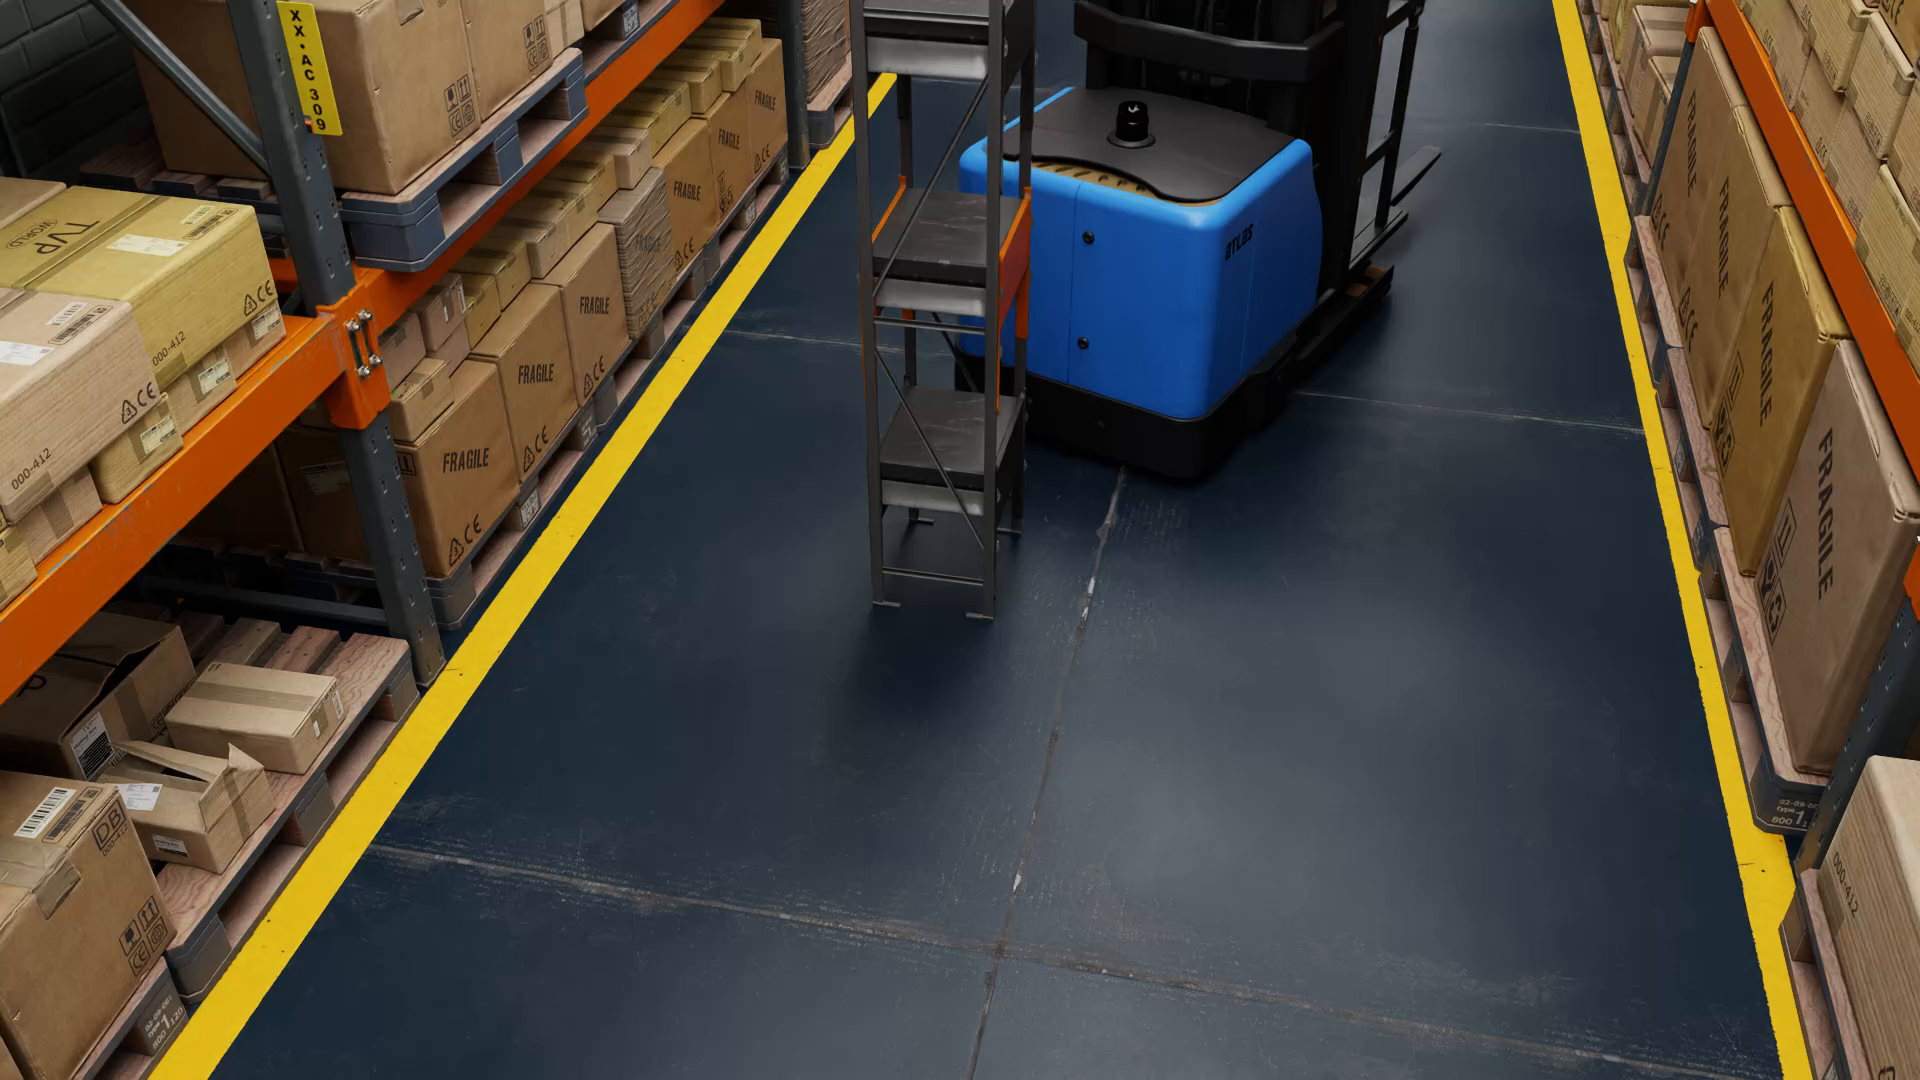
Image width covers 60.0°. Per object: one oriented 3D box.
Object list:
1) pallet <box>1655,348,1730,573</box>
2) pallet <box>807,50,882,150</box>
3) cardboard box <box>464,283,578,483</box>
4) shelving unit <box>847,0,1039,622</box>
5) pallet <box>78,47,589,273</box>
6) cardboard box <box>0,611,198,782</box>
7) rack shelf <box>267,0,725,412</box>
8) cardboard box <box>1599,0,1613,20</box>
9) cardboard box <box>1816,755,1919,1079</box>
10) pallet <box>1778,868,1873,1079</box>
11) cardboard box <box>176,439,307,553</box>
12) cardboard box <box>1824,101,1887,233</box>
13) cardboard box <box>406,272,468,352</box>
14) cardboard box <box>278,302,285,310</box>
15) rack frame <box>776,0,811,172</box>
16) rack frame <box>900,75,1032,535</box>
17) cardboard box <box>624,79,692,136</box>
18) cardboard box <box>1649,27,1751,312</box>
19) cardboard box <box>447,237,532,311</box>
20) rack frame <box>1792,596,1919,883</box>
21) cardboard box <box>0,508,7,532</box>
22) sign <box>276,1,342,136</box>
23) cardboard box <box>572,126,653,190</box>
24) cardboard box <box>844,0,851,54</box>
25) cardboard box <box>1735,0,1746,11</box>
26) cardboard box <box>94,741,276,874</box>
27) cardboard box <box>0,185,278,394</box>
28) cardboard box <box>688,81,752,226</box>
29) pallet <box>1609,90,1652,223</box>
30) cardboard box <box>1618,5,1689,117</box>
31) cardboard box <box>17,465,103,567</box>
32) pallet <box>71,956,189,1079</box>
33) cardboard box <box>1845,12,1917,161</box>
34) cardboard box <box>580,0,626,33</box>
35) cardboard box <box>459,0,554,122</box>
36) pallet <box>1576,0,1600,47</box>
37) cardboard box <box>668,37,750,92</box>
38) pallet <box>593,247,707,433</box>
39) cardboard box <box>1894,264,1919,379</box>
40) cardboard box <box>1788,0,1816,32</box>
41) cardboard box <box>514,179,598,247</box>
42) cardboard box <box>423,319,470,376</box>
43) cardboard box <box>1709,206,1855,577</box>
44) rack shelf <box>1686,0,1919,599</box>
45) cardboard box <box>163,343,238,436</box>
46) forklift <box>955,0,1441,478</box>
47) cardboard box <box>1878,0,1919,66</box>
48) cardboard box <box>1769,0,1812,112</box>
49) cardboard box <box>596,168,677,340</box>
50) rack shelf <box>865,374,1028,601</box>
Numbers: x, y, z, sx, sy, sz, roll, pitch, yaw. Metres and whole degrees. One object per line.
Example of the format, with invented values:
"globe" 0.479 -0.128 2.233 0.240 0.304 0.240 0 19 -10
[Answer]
"pallet" 3.091 -0.256 5.923 1.003 0.211 1.213 7 37 10
"pallet" -1.040 -2.483 8.996 1.003 0.211 1.213 7 37 10
"cardboard box" -1.682 -0.565 5.746 0.500 0.500 0.500 7 36 9
"shelving unit" -0.035 -0.755 5.003 0.431 2.100 0.503 7 37 10
"pallet" -1.831 -1.219 5.039 1.003 0.211 1.213 7 37 10
"cardboard box" -2.481 0.416 4.553 0.500 0.311 0.500 9 37 12
"rack shelf" -1.682 -1.707 6.162 1.077 0.370 4.000 7 37 10
"cardboard box" 4.190 -3.211 9.505 0.950 0.372 0.625 10 37 13
"cardboard box" 2.502 0.982 3.664 0.875 0.438 0.875 7 36 9
"pallet" 2.502 1.323 3.744 1.003 0.211 1.213 7 37 10
"cardboard box" -2.293 -0.328 5.419 0.500 0.500 0.500 7 37 10
"cardboard box" 2.827 -1.039 4.755 0.500 0.250 0.500 6 36 9
"cardboard box" -1.764 -0.720 5.154 0.380 0.149 0.250 6 36 8
"cardboard box" -2.261 -0.671 5.339 0.380 0.149 0.250 7 37 10
"rack frame" -1.254 -3.145 7.533 1.000 3.000 0.127 7 37 10
"rack frame" 0.017 -0.895 5.196 0.400 2.100 0.015 7 37 10
"cardboard box" -1.341 -1.799 6.896 0.380 0.149 0.250 8 37 11
"cardboard box" 3.367 -1.449 6.646 0.875 0.875 0.875 7 37 10
"cardboard box" -1.700 -0.921 5.684 0.380 0.149 0.250 7 36 9
"rack frame" 2.741 -0.232 3.514 1.000 3.000 0.127 7 37 10
"cardboard box" -2.191 -0.016 3.090 0.500 0.250 0.500 7 37 10
"sign" -1.577 -1.139 4.027 0.100 0.325 0.005 7 37 10
"cardboard box" -1.423 -1.494 6.475 0.380 0.149 0.250 6 36 8
"cardboard box" -0.976 -3.085 9.116 0.875 0.625 0.625 8 37 11
"cardboard box" 3.245 -2.215 6.378 0.500 0.250 0.500 7 36 9
"cardboard box" -2.017 0.646 4.275 0.396 0.266 0.258 9 37 12
"cardboard box" -1.979 -0.589 3.881 0.500 0.250 0.500 8 37 11
"cardboard box" -1.252 -1.748 7.378 0.500 0.500 0.500 7 36 9
"pallet" 3.764 -1.844 8.114 1.003 0.211 1.213 7 37 10
"cardboard box" 3.876 -2.378 8.356 0.950 0.372 0.625 7 36 9
"cardboard box" -2.079 -0.085 3.525 0.380 0.149 0.250 8 37 11
"pallet" -2.515 1.372 3.677 1.003 0.211 1.213 7 37 10
"cardboard box" 2.802 -1.242 4.609 0.500 0.250 0.500 8 37 11
"cardboard box" -1.509 -2.059 5.591 0.700 0.500 0.500 7 37 10
"cardboard box" -1.676 -1.609 4.970 0.700 0.500 0.500 8 37 10
"pallet" 4.285 -3.243 10.044 1.003 0.211 1.213 7 37 10
"cardboard box" -1.141 -2.090 7.298 0.380 0.149 0.250 6 36 8
"pallet" -1.714 -0.895 6.806 1.003 0.211 1.213 7 37 10
"cardboard box" 2.591 -0.460 3.956 0.500 0.250 0.500 6 36 9
"cardboard box" 3.016 -1.827 5.416 0.500 0.250 0.500 7 37 10
"cardboard box" -1.555 -1.201 6.071 0.380 0.149 0.250 9 37 12
"cardboard box" -1.789 -0.613 5.259 0.380 0.149 0.250 6 36 9
"cardboard box" 2.981 -0.426 5.234 0.875 0.875 0.875 8 37 11
"rack shelf" 3.168 -1.087 5.307 1.077 0.370 4.000 7 37 10
"cardboard box" -1.965 -0.384 3.937 0.380 0.149 0.250 8 37 11
"forklift" 1.201 -2.237 6.339 1.130 2.935 3.031 21 41 26
"cardboard box" 2.822 -1.550 4.396 0.500 0.500 0.500 8 37 11
"cardboard box" 3.035 -1.619 5.555 0.500 0.250 0.500 8 37 12
"cardboard box" -1.454 -1.148 6.549 0.500 0.500 0.500 6 36 8
"rack shelf" -0.035 -0.177 5.422 0.431 0.518 0.480 7 37 10
